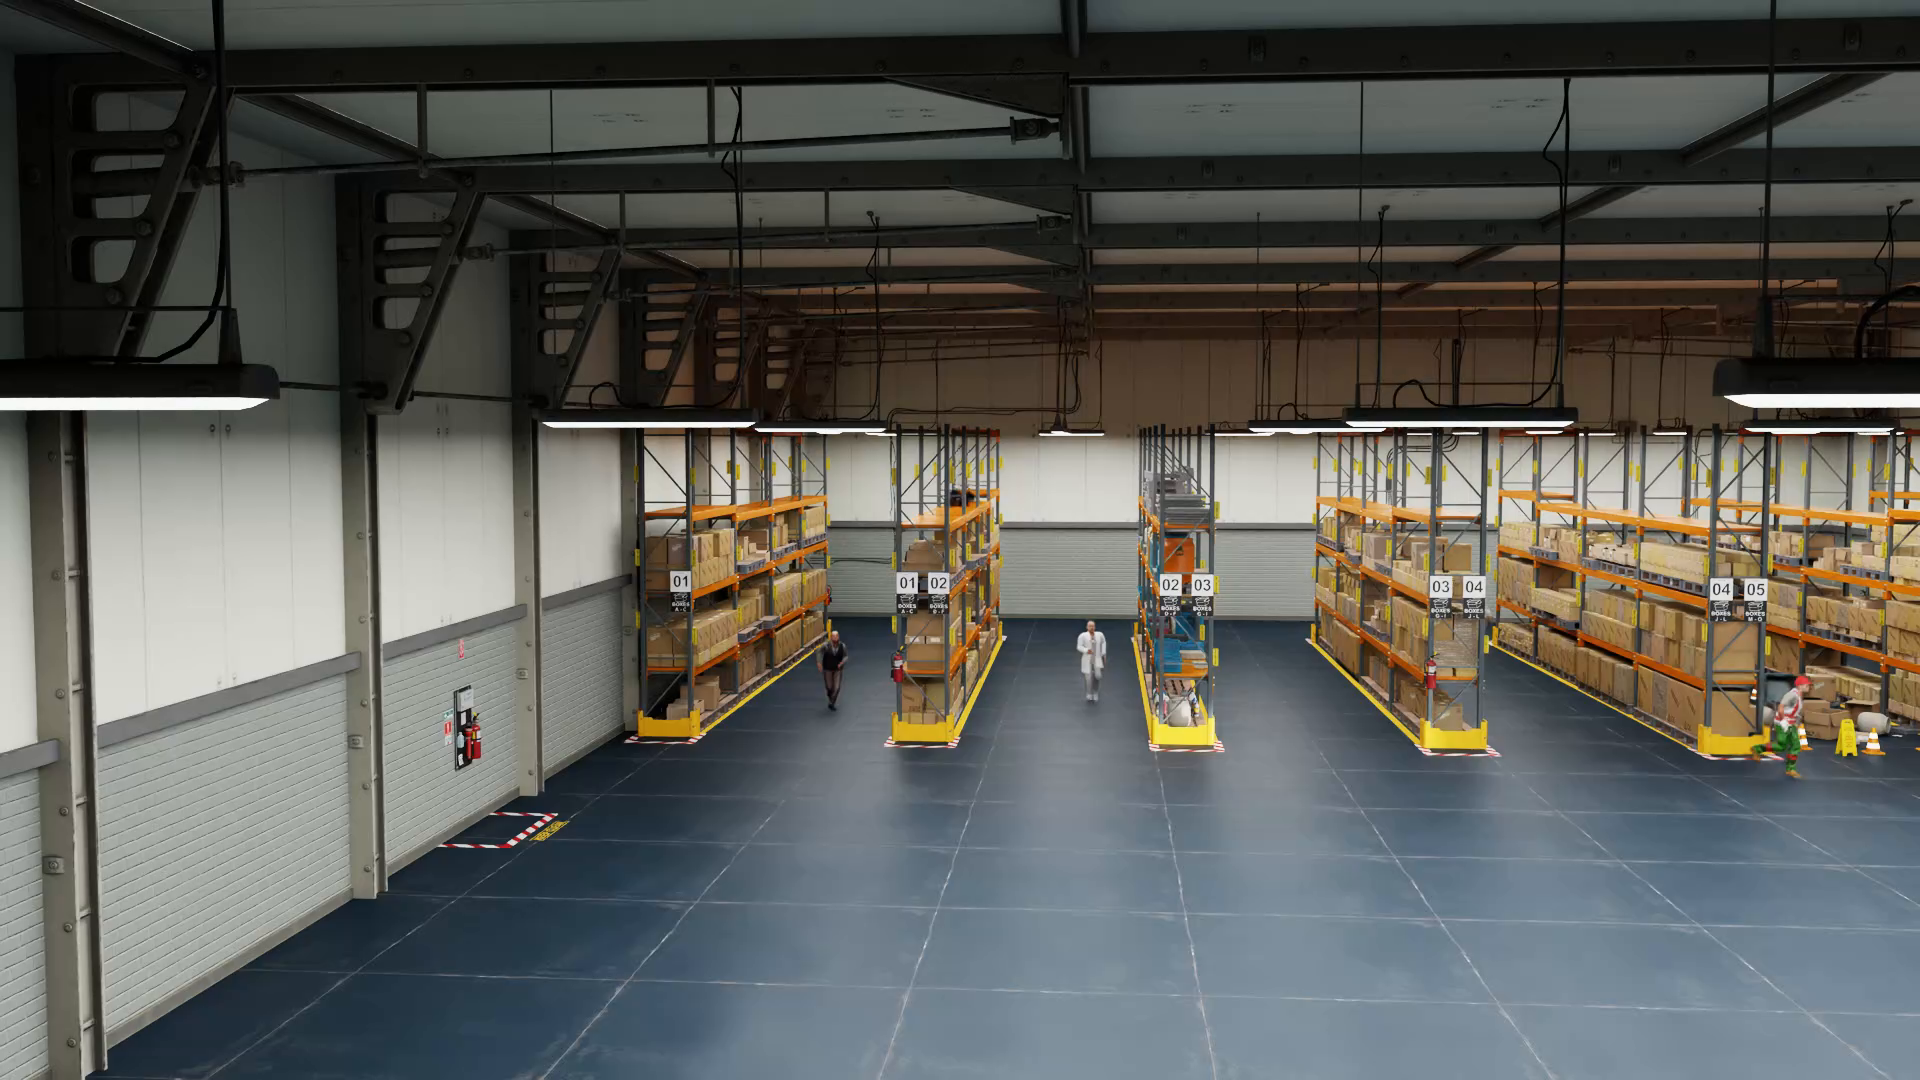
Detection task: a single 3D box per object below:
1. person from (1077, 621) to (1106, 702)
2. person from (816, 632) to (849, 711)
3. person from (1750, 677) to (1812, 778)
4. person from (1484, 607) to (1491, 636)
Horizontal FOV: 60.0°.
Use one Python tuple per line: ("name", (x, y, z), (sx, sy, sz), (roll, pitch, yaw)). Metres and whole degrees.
("person", (2.865, 2.638, 36.046), (0.672, 1.771, 0.816), (0, 3, -4))
("person", (-2.693, 2.764, 35.191), (0.693, 1.678, 0.681), (-1, 4, -10))
("person", (14.014, 3.157, 28.352), (0.918, 1.723, 0.663), (3, 4, 36))
("person", (13.385, 2.299, 42.891), (0.558, 1.652, 0.783), (0, 3, -1))
